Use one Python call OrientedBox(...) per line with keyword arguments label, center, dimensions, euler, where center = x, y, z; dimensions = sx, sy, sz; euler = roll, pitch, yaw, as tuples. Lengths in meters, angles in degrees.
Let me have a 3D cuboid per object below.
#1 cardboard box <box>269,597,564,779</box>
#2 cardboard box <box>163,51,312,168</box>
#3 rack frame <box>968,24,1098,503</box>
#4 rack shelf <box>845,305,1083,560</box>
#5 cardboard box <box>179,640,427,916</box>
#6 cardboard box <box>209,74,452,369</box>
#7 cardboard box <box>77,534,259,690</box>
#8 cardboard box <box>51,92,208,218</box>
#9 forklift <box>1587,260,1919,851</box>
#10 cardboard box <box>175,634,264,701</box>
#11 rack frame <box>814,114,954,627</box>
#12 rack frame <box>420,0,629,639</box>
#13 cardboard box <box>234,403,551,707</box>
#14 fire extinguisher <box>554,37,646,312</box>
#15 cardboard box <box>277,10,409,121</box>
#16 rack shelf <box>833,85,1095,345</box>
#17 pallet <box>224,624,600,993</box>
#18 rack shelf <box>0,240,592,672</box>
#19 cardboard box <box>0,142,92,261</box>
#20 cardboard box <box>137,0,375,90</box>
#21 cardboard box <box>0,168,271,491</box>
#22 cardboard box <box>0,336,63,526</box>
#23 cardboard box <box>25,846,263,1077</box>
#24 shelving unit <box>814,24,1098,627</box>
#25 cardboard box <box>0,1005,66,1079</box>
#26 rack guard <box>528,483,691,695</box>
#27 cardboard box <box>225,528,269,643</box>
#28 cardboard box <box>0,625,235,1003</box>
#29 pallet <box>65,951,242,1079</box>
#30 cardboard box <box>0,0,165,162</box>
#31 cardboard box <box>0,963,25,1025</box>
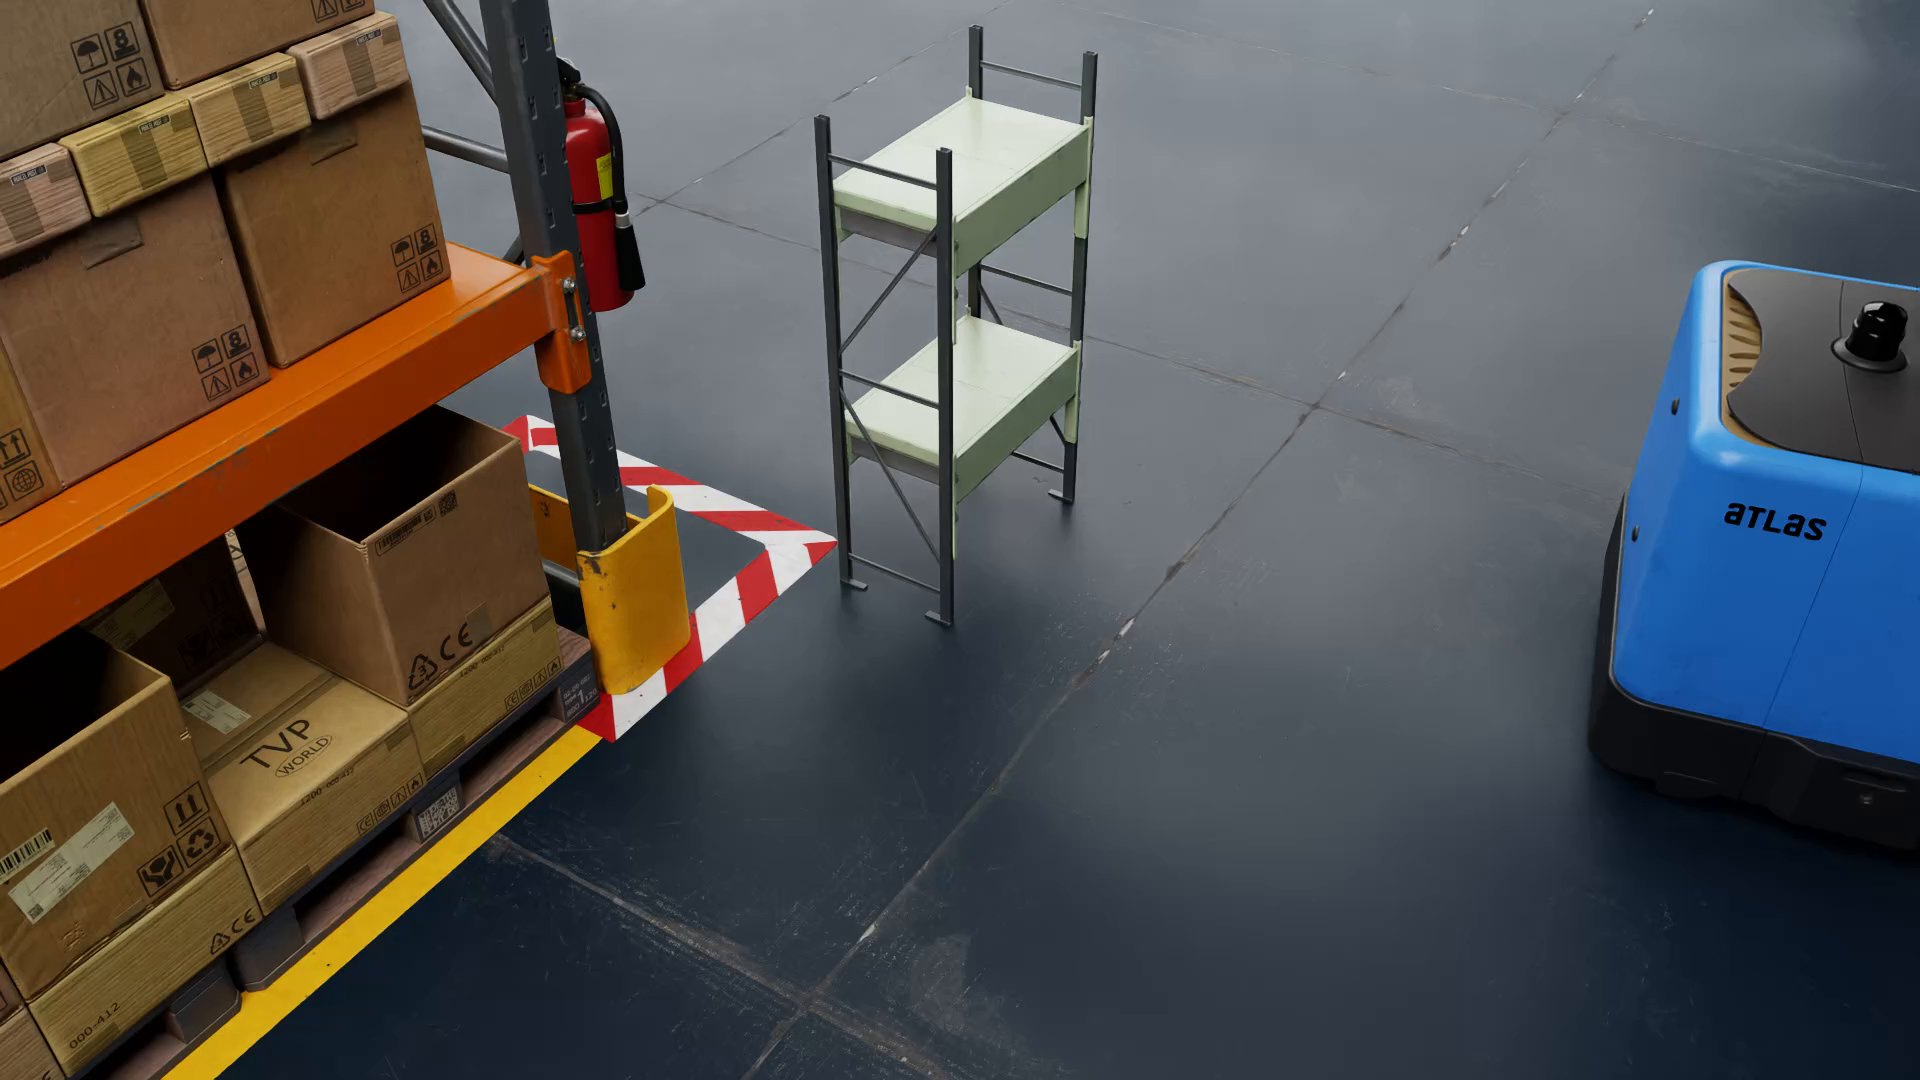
OrientedBox(label="cardboard box", center=(-1.401, 0.293, 4.321), dimensions=(0.500, 0.250, 0.500), euler=(21, 42, 25))
OrientedBox(label="cardboard box", center=(-1.546, -0.905, 3.354), dimensions=(0.380, 0.149, 0.250), euler=(22, 43, 26))
OrientedBox(label="rack frame", center=(0.200, -0.786, 5.041), dimensions=(0.400, 1.500, 0.023), euler=(21, 42, 25))
OrientedBox(label="rack shelf", center=(0.004, -0.339, 4.996), dimensions=(0.431, 0.370, 0.720), euler=(21, 42, 25))
OrientedBox(label="cardboard box", center=(-1.659, 0.554, 3.982), dimensions=(0.500, 0.250, 0.500), euler=(21, 42, 25))
OrientedBox(label="cardboard box", center=(-1.624, -0.806, 3.757), dimensions=(0.700, 0.500, 0.500), euler=(21, 42, 25))
OrientedBox(label="cardboard box", center=(-2.104, 0.085, 3.977), dimensions=(0.500, 0.500, 0.500), euler=(21, 42, 25))
OrientedBox(label="cardboard box", center=(-1.683, -0.773, 3.183), dimensions=(0.380, 0.149, 0.250), euler=(21, 42, 24))
OrientedBox(label="forklift", center=(3.244, -0.497, 3.494), dimensions=(3.031, 2.935, 1.130), euler=(13, 39, 16))
OrientedBox(label="cardboard box", center=(-2.103, 0.382, 4.205), dimensions=(0.500, 0.250, 0.500), euler=(21, 42, 25))
OrientedBox(label="rack frame", center=(-0.193, -0.409, 4.552), dimensions=(0.400, 1.500, 0.023), euler=(21, 42, 25))
OrientedBox(label="rack frame", center=(-1.363, -1.003, 4.094), dimensions=(1.000, 3.000, 0.127), euler=(21, 42, 25))
OrientedBox(label="cardboard box", center=(-1.399, -0.004, 4.092), dimensions=(0.500, 0.500, 0.500), euler=(21, 42, 25))
OrientedBox(label="fire extinguisher", center=(-0.907, -0.881, 4.000), dimensions=(0.296, 0.674, 0.183), euler=(21, 42, 25))
OrientedBox(label="cardboard box", center=(-1.407, -1.040, 3.529), dimensions=(0.380, 0.149, 0.250), euler=(20, 42, 24))
OrientedBox(label="rack shelf", center=(0.004, -0.907, 4.558), dimensions=(0.431, 0.370, 0.720), euler=(21, 42, 25))
OrientedBox(label="pallet", center=(-1.737, 0.509, 4.416), dimensions=(1.003, 0.211, 1.213), euler=(21, 42, 25))
OrientedBox(label="rack shelf", center=(-2.435, 0.313, 2.976), dimensions=(1.077, 0.370, 4.000), euler=(21, 42, 25))
OrientedBox(label="cardboard box", center=(-1.819, -0.644, 3.015), dimensions=(0.380, 0.149, 0.250), euler=(22, 43, 26))
OrientedBox(label="cardboard box", center=(-1.652, -1.293, 3.325), dimensions=(0.700, 0.500, 0.500), euler=(21, 42, 25))
OrientedBox(label="cardboard box", center=(-1.901, -0.534, 3.404), dimensions=(0.700, 0.500, 0.500), euler=(22, 43, 26))
OrientedBox(label="cardboard box", center=(-2.172, -0.280, 3.074), dimensions=(0.700, 0.500, 0.500), euler=(21, 43, 25))
OrientedBox(label="cardboard box", center=(-1.925, 0.813, 3.647), dimensions=(0.500, 0.250, 0.500), euler=(21, 42, 25))
OrientedBox(label="shelving unit", center=(0.004, -0.597, 4.797), dimensions=(0.431, 1.500, 0.755), euler=(21, 42, 25))
OrientedBox(label="cardboard box", center=(-2.194, 1.070, 3.313), dimensions=(0.500, 0.250, 0.500), euler=(21, 42, 25))
OrientedBox(label="rack guard", center=(-1.350, -0.025, 4.873), dimensions=(1.175, 0.500, 0.348), euler=(21, 42, 25))
OrientedBox(label="cardboard box", center=(-1.838, 0.123, 4.541), dimensions=(0.500, 0.250, 0.500), euler=(21, 42, 25))
OrientedBox(label="cardboard box", center=(-1.922, 0.517, 3.417), dimensions=(0.500, 0.500, 0.500), euler=(21, 42, 25))
OrientedBox(label="pallet", center=(-2.392, 1.136, 3.604), dimensions=(1.003, 0.211, 1.213), euler=(21, 42, 25))
OrientedBox(label="cardboard box", center=(-1.929, -1.020, 2.971), dimensions=(0.700, 0.500, 0.500), euler=(20, 42, 24))
OrientedBox(label="cardboard box", center=(-2.191, 0.774, 3.083), dimensions=(0.500, 0.500, 0.500), euler=(21, 42, 25))
